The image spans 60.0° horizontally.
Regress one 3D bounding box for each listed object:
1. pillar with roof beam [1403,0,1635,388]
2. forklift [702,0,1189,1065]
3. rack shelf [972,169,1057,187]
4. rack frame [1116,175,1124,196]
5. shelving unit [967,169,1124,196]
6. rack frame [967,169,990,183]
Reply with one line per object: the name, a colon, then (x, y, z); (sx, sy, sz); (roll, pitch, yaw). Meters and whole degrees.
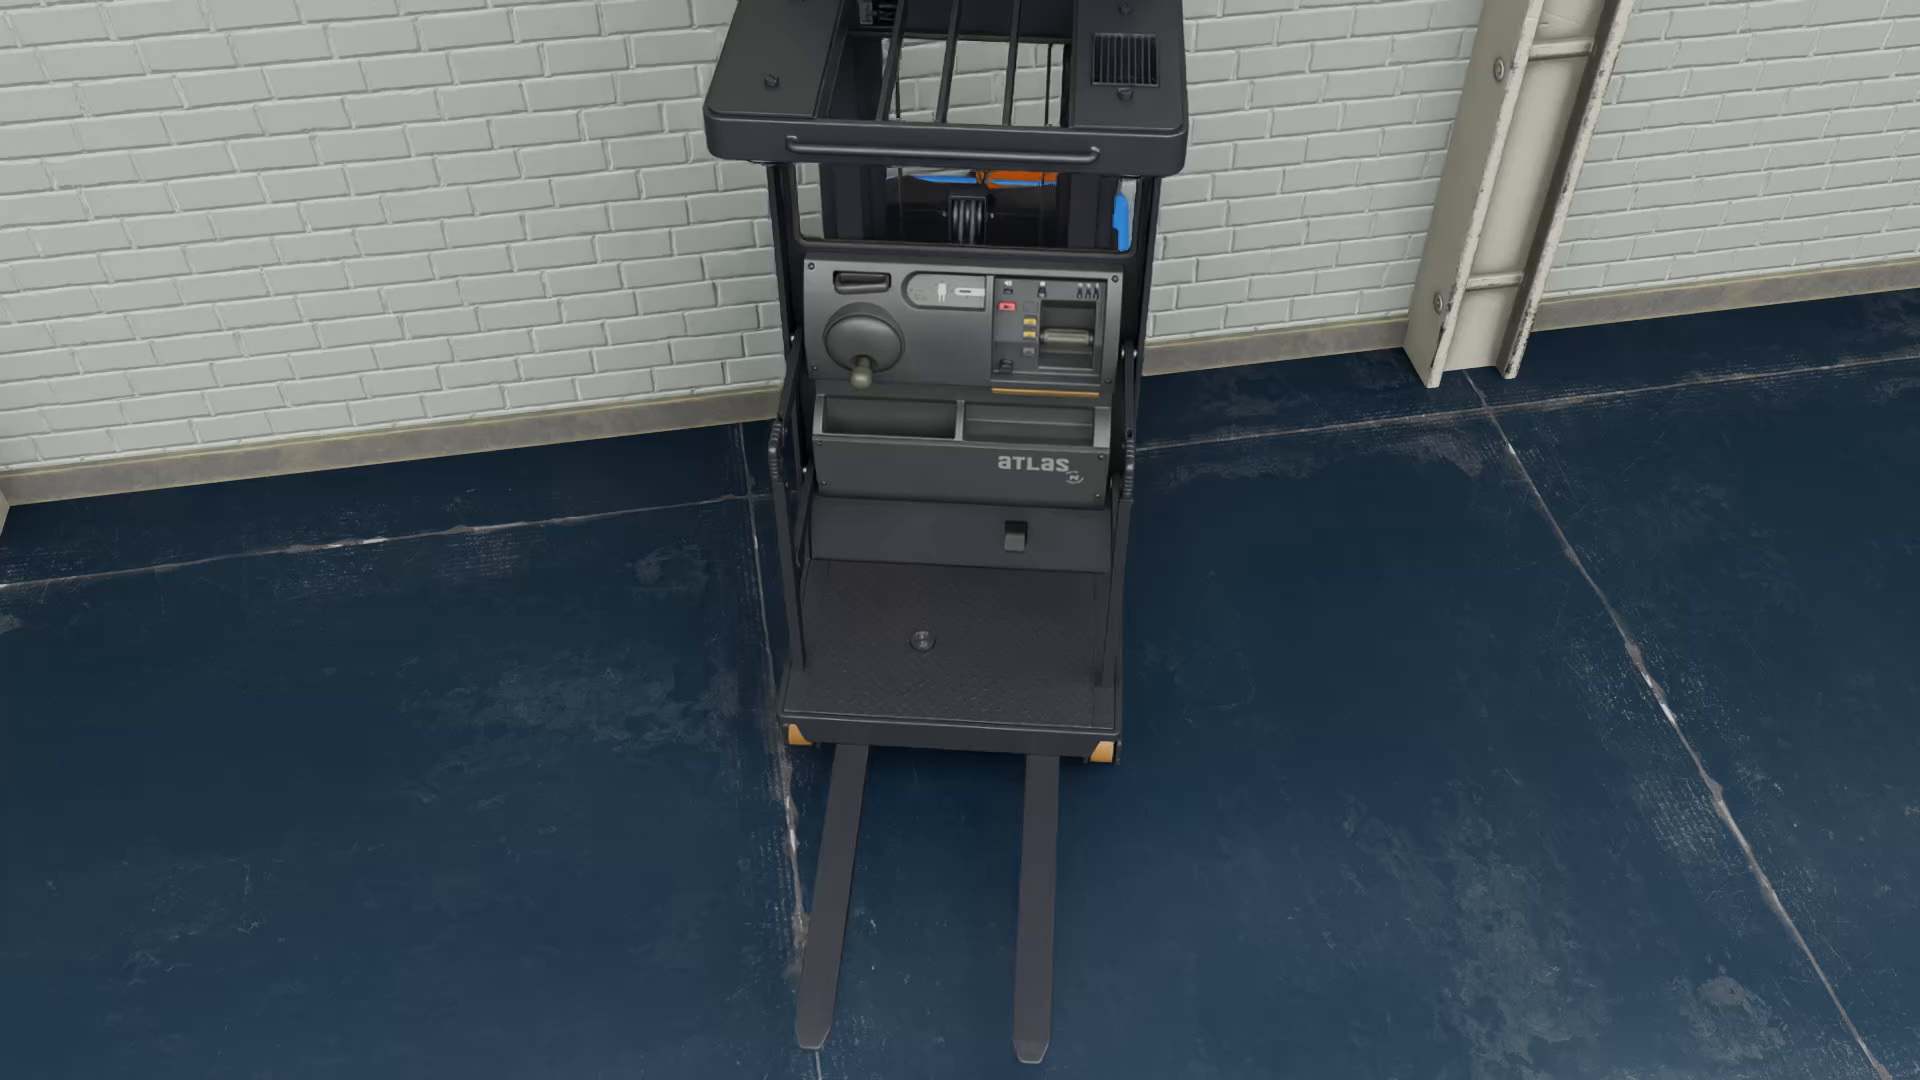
pillar with roof beam: (2.826, -0.827, 0.798); (0.400, 9.000, 9.100); (-7, 46, -7)
forklift: (-0.007, -0.531, 4.727); (1.130, 2.935, 3.031); (3, 46, 3)
rack shelf: (0.283, -1.223, 6.067); (0.480, 0.148, 0.258); (0, 44, -14)
rack frame: (0.454, -0.937, 6.388); (0.015, 1.200, 0.240); (0, 44, -14)
shelving unit: (0.216, -0.939, 6.330); (0.503, 1.200, 0.258); (0, 44, -14)
rack frame: (-0.021, -0.941, 6.273); (0.015, 1.200, 0.240); (0, 44, -14)
